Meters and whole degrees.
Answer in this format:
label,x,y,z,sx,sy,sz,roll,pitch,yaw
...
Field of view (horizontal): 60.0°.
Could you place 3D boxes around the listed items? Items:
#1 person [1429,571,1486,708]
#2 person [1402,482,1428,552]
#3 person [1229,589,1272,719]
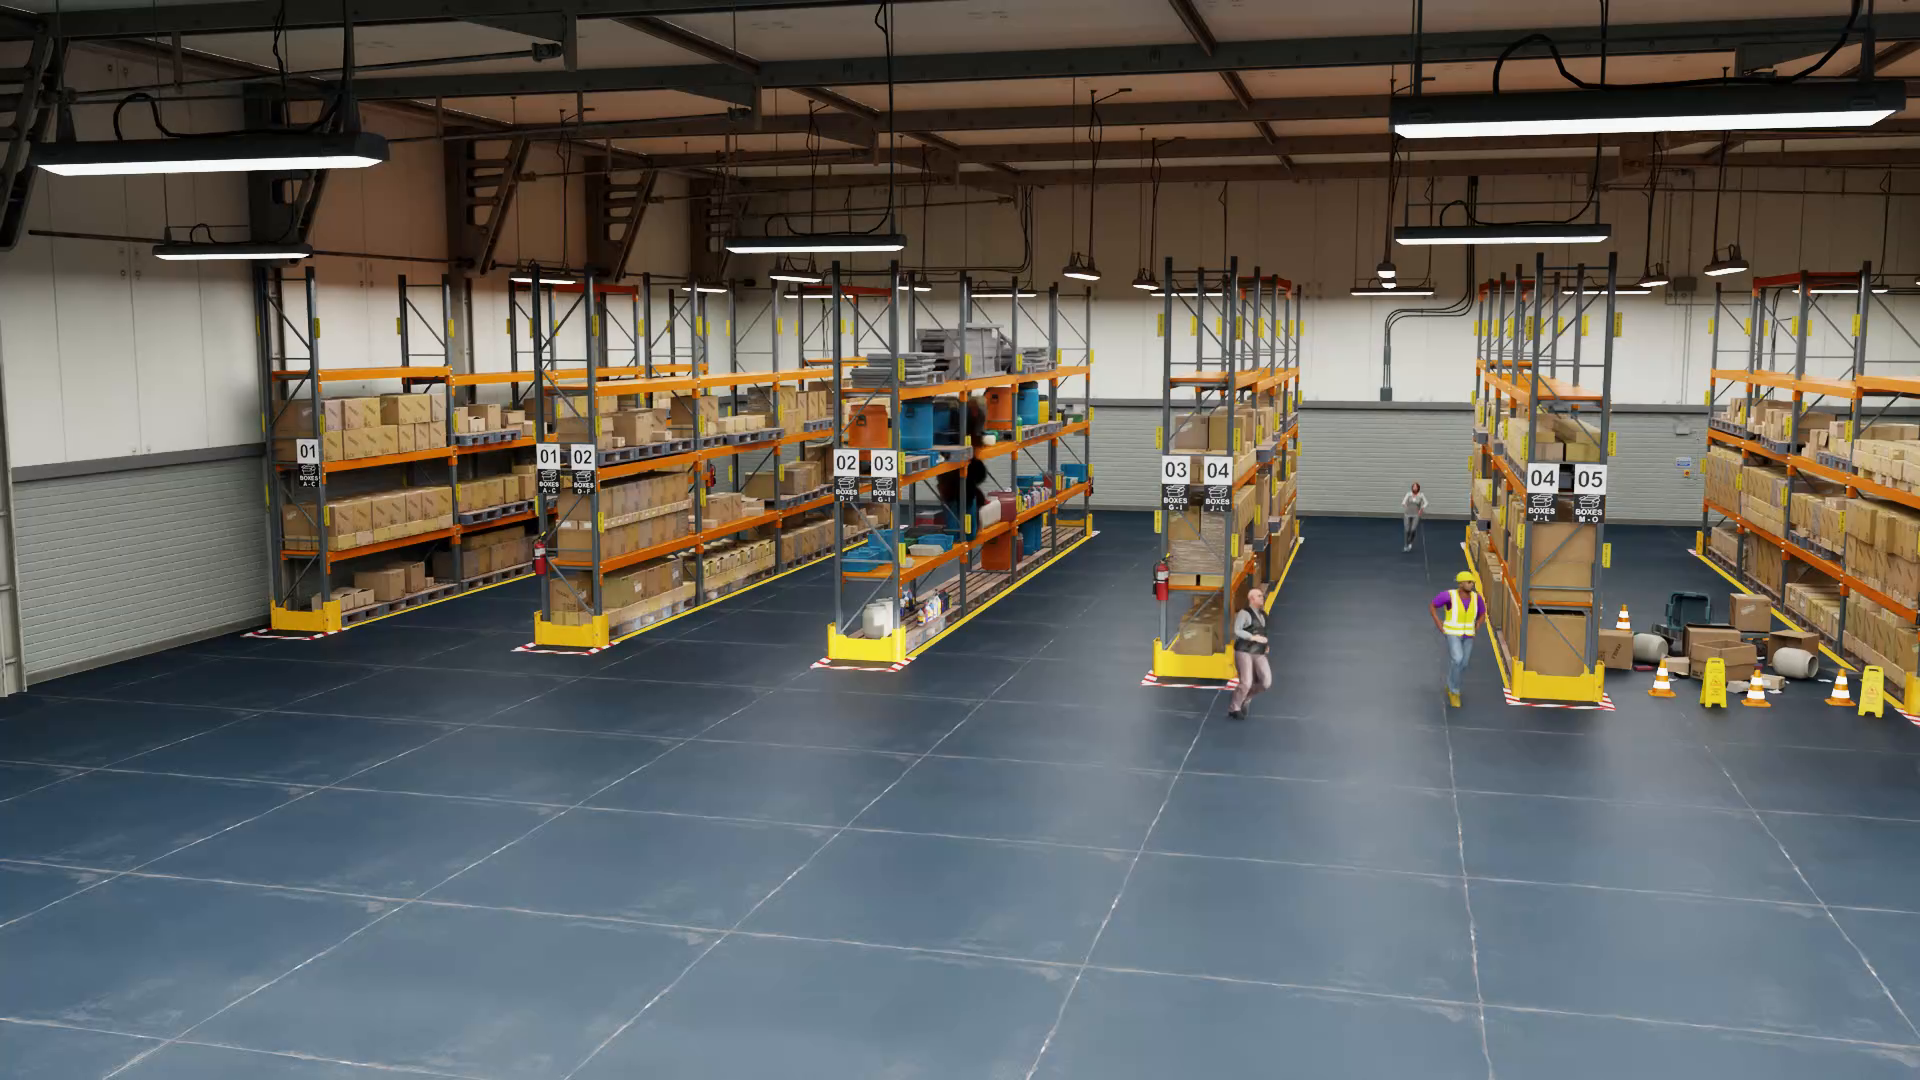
label,x,y,z,sx,sy,sz,roll,pitch,yaw
person,6.734,1.311,22.363,0.704,1.803,0.782,-1,7,-10
person,10.182,-0.509,37.338,0.541,1.577,0.631,3,8,25
person,3.809,1.467,21.368,0.689,1.676,0.615,-5,9,-35
